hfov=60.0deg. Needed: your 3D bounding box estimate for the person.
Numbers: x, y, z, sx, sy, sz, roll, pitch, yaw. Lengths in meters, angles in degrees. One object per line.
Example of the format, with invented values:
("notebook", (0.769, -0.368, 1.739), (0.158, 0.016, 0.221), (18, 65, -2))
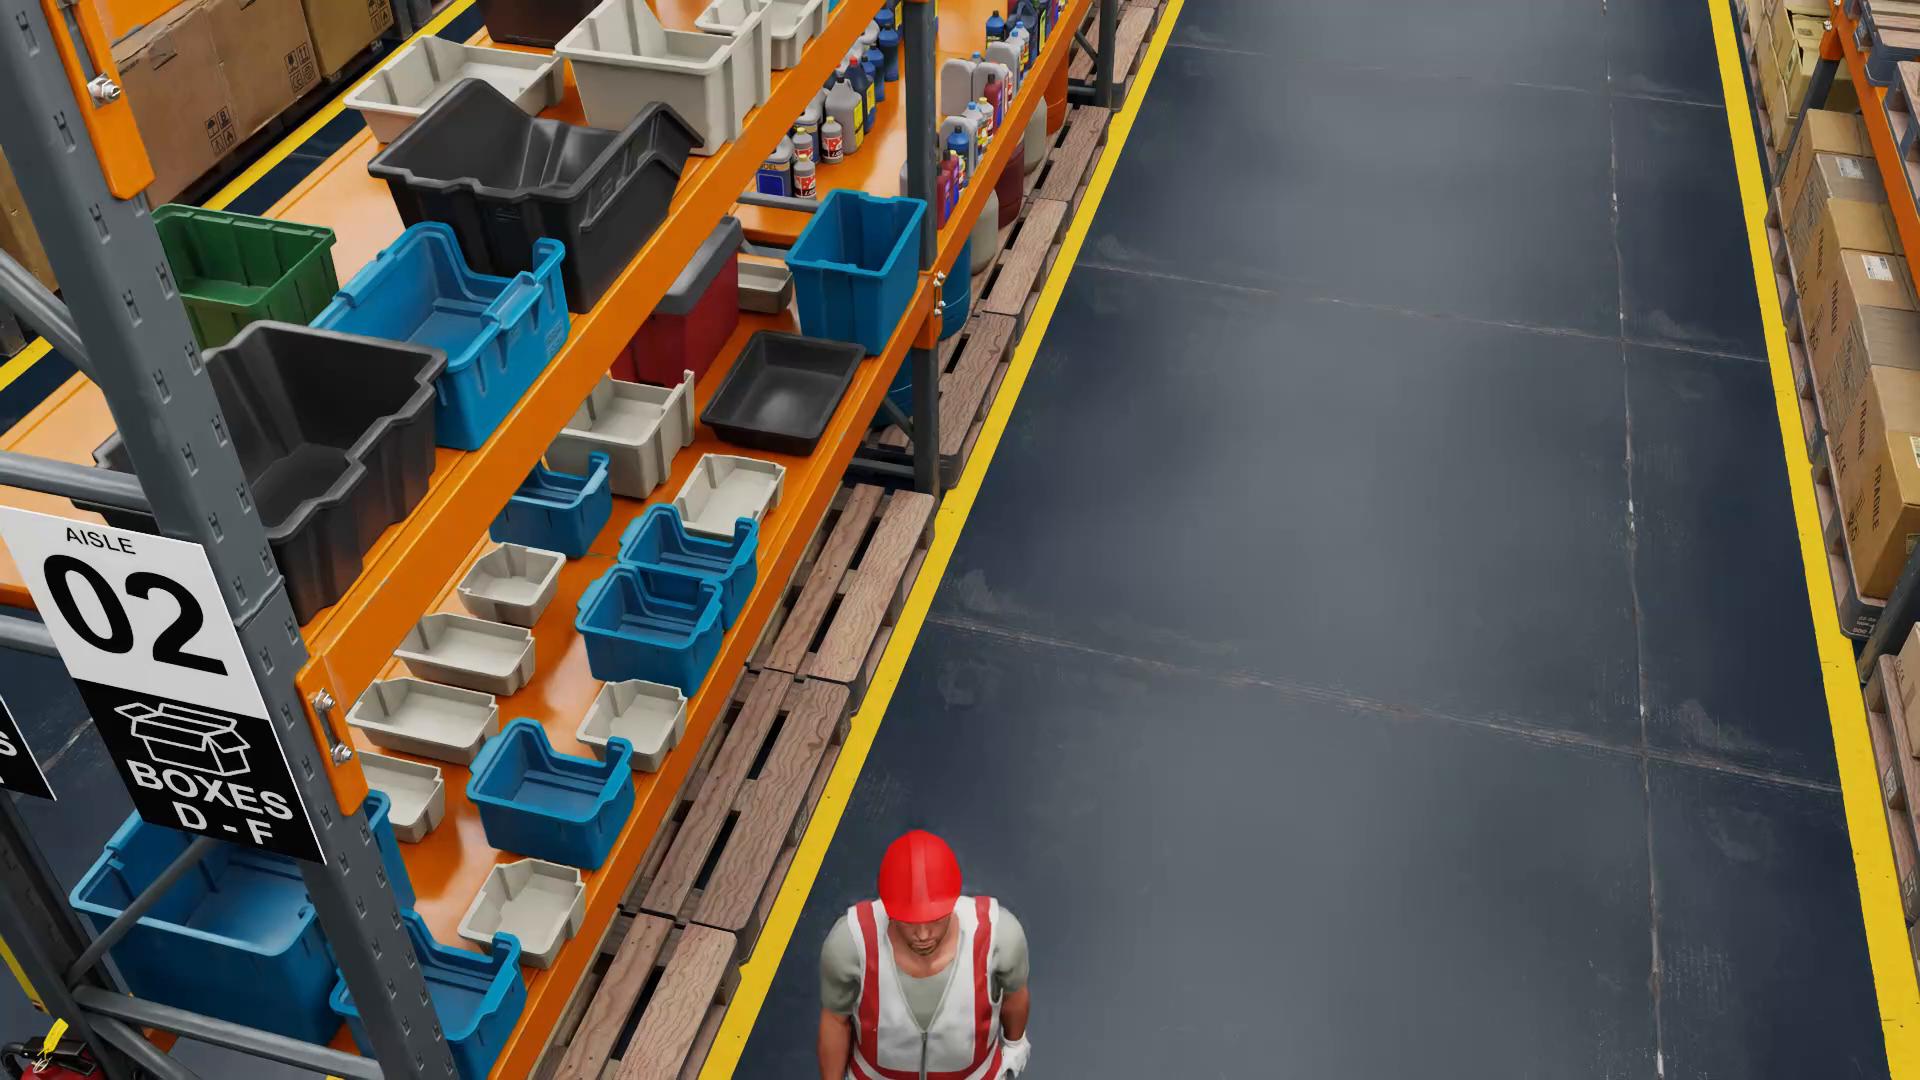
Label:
("person", (-0.100, 1.470, 4.421), (0.576, 1.831, 0.480), (1, 41, 2))
